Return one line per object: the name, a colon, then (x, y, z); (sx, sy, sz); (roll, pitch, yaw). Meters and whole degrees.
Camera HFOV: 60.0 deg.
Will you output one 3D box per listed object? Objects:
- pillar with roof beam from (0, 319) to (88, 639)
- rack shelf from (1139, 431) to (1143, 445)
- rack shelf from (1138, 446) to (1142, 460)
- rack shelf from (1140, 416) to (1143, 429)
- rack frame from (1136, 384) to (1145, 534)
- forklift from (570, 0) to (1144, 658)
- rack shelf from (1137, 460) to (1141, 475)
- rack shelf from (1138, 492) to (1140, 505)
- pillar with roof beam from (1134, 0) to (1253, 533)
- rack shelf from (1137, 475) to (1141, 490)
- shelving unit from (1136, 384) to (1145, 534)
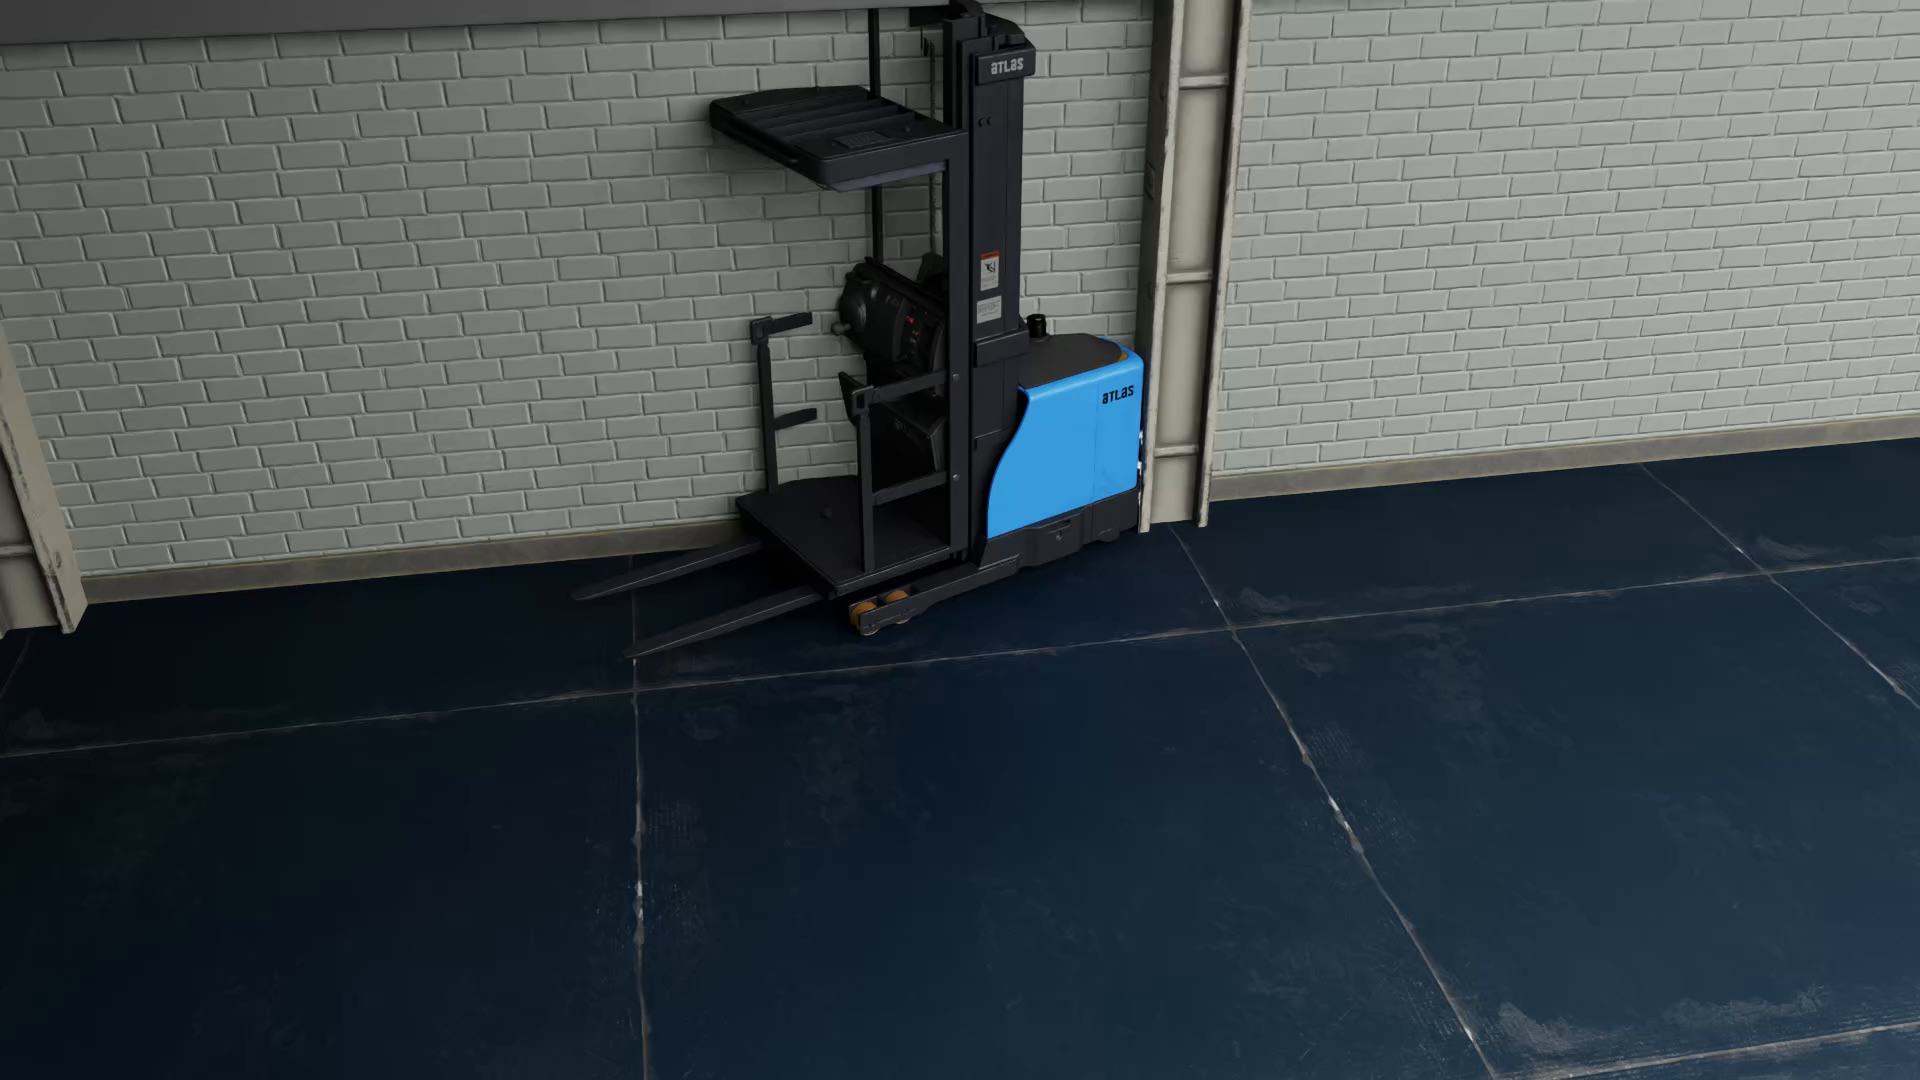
pillar with roof beam: (-3.953, -1.321, 2.619); (0.400, 9.000, 9.100); (-5, 31, -9)
rack shelf: (0.872, -0.598, 9.153); (0.200, 0.077, 0.258); (-5, 25, -10)
rack shelf: (0.873, -0.517, 9.191); (0.200, 0.077, 0.258); (-5, 25, -10)
rack shelf: (0.871, -0.680, 9.115); (0.200, 0.077, 0.258); (-5, 25, -10)
rack frame: (0.973, -0.474, 9.232); (0.006, 0.900, 0.240); (-5, 25, -10)
forklift: (-0.517, -1.086, 8.205); (3.031, 2.935, 1.130); (-19, 35, -29)
rack shelf: (0.874, -0.435, 9.229); (0.200, 0.077, 0.258); (-5, 25, -10)
rack shelf: (0.875, -0.272, 9.305); (0.200, 0.077, 0.258); (-5, 25, -10)
pillar with roof beam: (1.949, -1.869, 3.550); (0.400, 9.000, 9.100); (-5, 31, -9)
rack shelf: (0.875, -0.354, 9.267); (0.200, 0.077, 0.258); (-5, 25, -10)
shelving unit: (0.874, -0.465, 9.215); (0.210, 0.900, 0.258); (-5, 25, -10)
